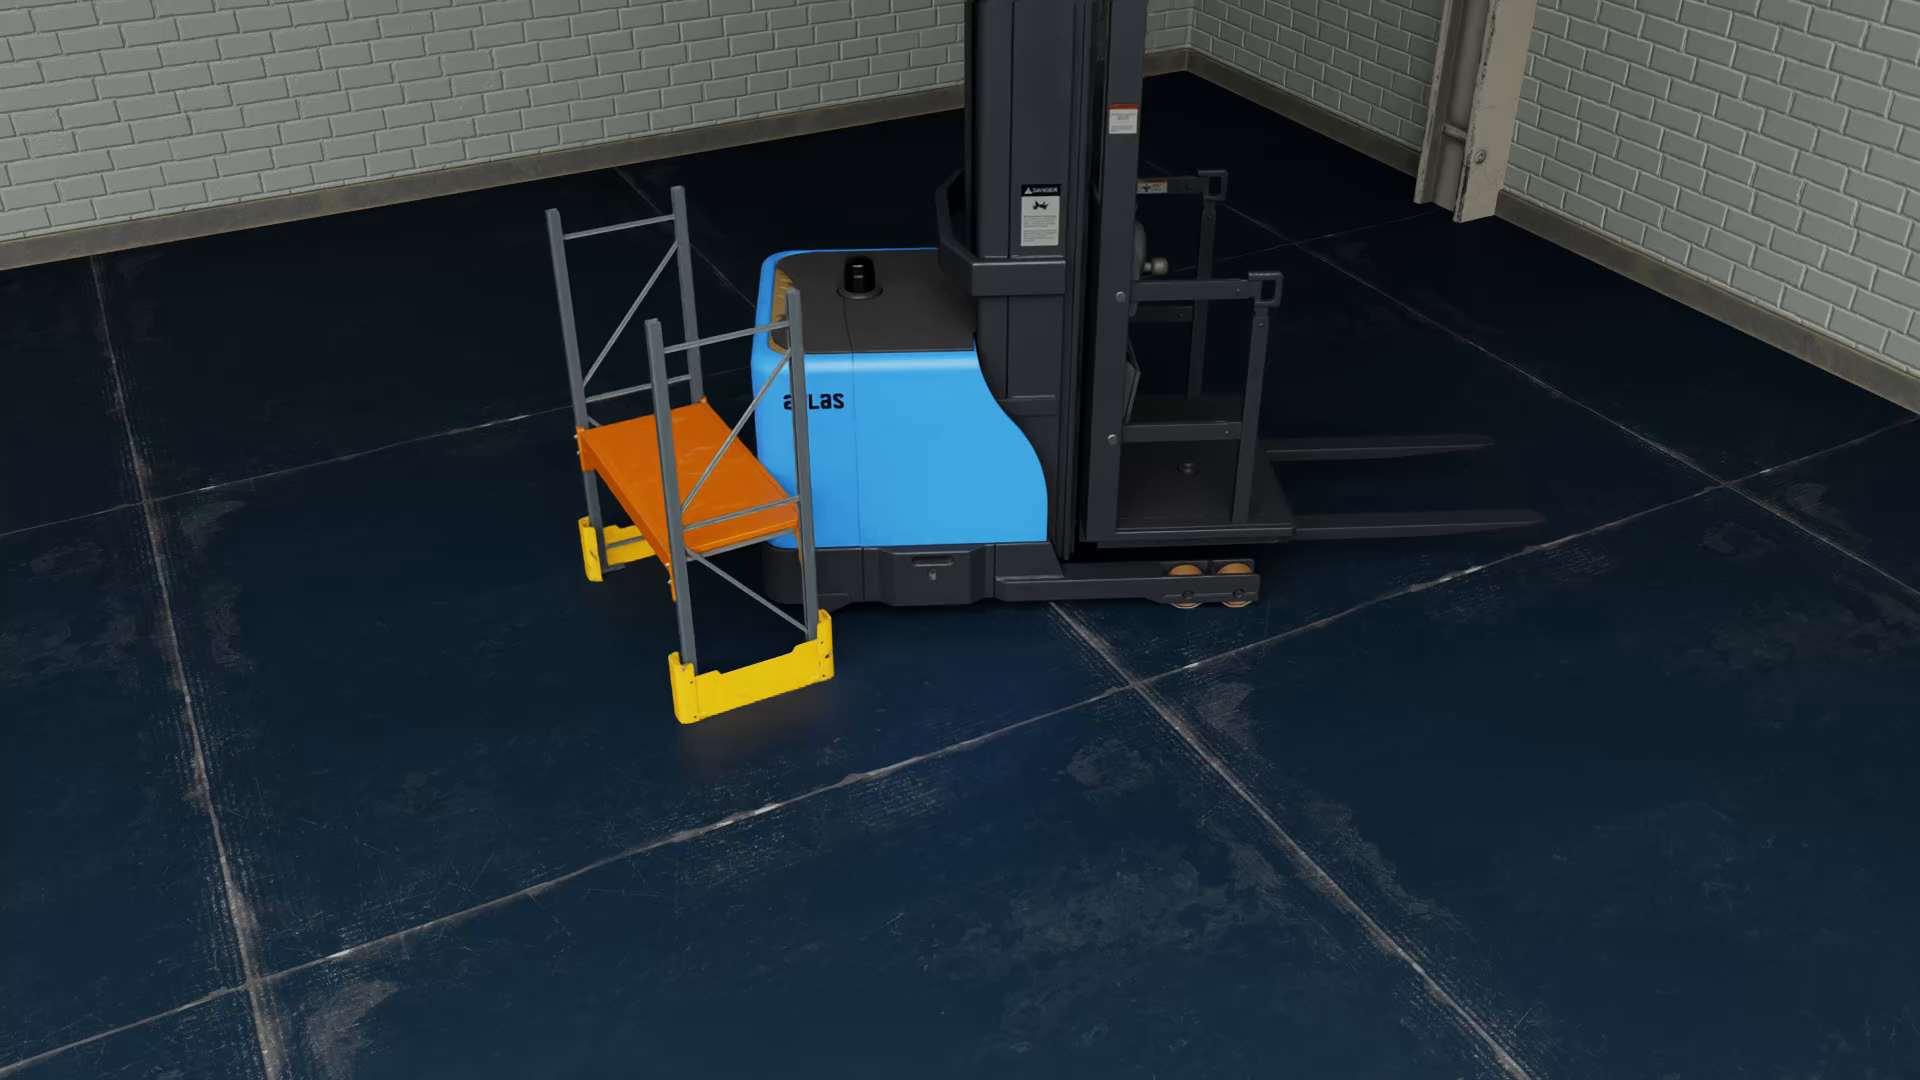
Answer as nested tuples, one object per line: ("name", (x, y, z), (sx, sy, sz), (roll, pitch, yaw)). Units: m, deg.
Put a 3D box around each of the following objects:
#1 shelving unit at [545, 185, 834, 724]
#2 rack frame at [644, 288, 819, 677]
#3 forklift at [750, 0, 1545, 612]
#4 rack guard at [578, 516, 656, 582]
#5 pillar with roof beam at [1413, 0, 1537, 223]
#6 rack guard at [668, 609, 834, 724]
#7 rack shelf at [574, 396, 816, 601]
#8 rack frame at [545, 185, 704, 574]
("shelving unit", (-0.962, -0.321, 5.861), (0.587, 1.500, 1.083), (-16, 36, -24))
("rack frame", (-0.723, -0.085, 5.492), (0.500, 1.500, 0.032), (-16, 36, -24))
("forklift", (0.745, -1.256, 5.994), (3.031, 2.935, 1.130), (-2, 33, -3))
("rack guard", (-1.200, -0.031, 6.567), (0.587, 0.250, 0.087), (-16, 36, -24))
("pillar with roof beam", (-0.884, -4.672, 5.700), (9.100, 9.000, 0.400), (-16, 36, -23))
("rack guard", (-0.724, 0.441, 5.830), (0.587, 0.250, 0.087), (-16, 36, -24))
("rack shelf", (-0.966, -0.174, 5.965), (0.538, 0.185, 1.000), (-16, 36, -24))
("rack frame", (-1.209, -0.567, 6.244), (0.500, 1.500, 0.032), (-16, 36, -24))
